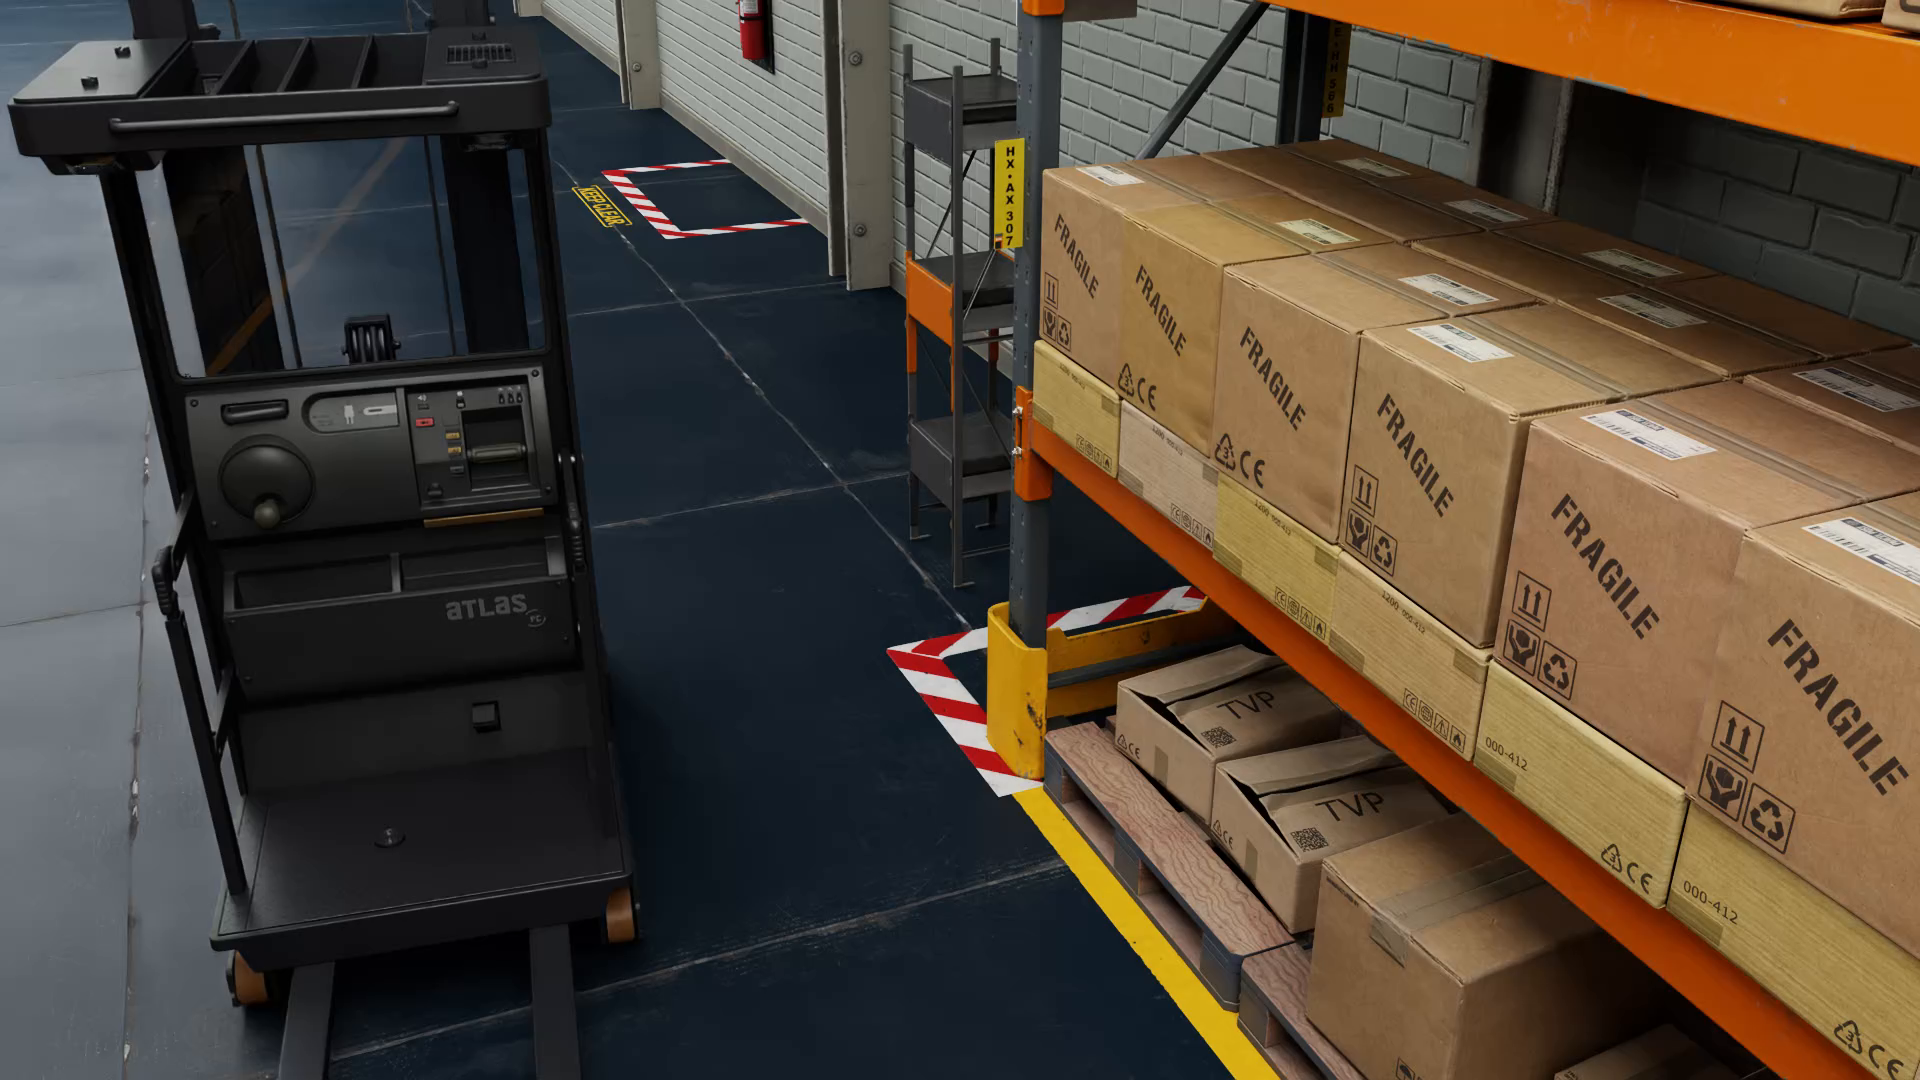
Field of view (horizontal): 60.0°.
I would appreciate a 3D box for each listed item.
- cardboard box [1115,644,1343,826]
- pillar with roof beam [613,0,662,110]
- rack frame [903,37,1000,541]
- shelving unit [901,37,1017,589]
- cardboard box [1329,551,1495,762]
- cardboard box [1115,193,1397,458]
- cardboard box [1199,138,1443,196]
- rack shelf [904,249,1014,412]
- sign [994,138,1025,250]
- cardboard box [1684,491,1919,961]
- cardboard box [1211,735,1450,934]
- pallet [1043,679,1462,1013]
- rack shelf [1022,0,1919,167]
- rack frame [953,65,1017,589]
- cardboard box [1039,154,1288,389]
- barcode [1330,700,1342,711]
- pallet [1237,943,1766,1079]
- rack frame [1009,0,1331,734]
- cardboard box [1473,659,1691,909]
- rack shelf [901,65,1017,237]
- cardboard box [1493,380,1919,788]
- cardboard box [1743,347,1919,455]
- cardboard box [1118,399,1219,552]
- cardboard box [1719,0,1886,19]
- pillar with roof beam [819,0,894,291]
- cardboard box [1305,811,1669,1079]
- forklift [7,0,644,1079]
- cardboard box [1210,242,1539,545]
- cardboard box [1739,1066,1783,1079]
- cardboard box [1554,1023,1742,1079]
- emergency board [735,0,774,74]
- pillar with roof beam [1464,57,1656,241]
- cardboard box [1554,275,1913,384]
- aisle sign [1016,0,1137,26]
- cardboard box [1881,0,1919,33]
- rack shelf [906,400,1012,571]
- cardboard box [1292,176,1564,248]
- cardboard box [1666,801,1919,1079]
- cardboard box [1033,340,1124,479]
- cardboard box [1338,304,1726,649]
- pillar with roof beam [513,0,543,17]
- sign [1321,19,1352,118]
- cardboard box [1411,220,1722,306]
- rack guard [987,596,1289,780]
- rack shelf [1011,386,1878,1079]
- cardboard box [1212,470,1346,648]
[{"bbox_3d":[0.837,0.573,5.221,0.500,0.311,0.500,-14,29,-26],"label":"cardboard box"},{"bbox_3d":[-6.942,-7.399,12.148,9.100,9.000,0.400,-11,28,-21],"label":"pillar with roof beam"},{"bbox_3d":[-0.031,-0.975,6.854,0.400,2.100,0.015,-11,28,-21],"label":"rack frame"},{"bbox_3d":[0.065,-0.877,6.652,0.431,2.100,0.503,-11,28,-21],"label":"shelving unit"},{"bbox_3d":[1.154,0.196,3.579,0.500,0.250,0.500,-10,28,-20],"label":"cardboard box"},{"bbox_3d":[0.744,-0.566,4.283,0.500,0.500,0.500,-10,28,-20],"label":"cardboard box"},{"bbox_3d":[1.029,-0.857,4.881,0.500,0.500,0.500,-11,28,-21],"label":"cardboard box"},{"bbox_3d":[0.065,-0.864,6.658,0.431,0.518,0.480,-11,28,-21],"label":"rack shelf"},{"bbox_3d":[0.150,-1.028,4.951,0.100,0.325,0.005,-11,28,-21],"label":"sign"},{"bbox_3d":[1.545,0.265,2.581,0.500,0.500,0.500,-11,28,-21],"label":"cardboard box"},{"bbox_3d":[1.060,0.803,4.750,0.500,0.311,0.500,-8,27,-16],"label":"cardboard box"},{"bbox_3d":[0.964,0.885,5.196,1.003,0.211,1.213,-11,28,-21],"label":"pallet"},{"bbox_3d":[1.432,-0.950,3.178,1.077,0.370,4.000,-11,28,-21],"label":"rack shelf"},{"bbox_3d":[0.160,-0.778,6.451,0.400,2.100,0.015,-11,28,-21],"label":"rack frame"},{"bbox_3d":[0.559,-0.767,4.695,0.500,0.500,0.500,-11,28,-21],"label":"cardboard box"},{"bbox_3d":[1.212,0.507,5.345,0.001,0.075,0.075,-11,28,-21],"label":"barcode"},{"bbox_3d":[1.438,1.377,4.189,1.003,0.211,1.213,-11,28,-21],"label":"pallet"},{"bbox_3d":[0.649,-0.733,5.332,1.000,3.000,0.127,-11,28,-21],"label":"rack frame"},{"bbox_3d":[1.352,0.399,3.163,0.500,0.250,0.500,-11,28,-21],"label":"cardboard box"},{"bbox_3d":[0.065,-1.493,6.351,0.431,0.518,0.480,-11,28,-21],"label":"rack shelf"},{"bbox_3d":[1.358,0.060,3.001,0.500,0.500,0.500,-11,28,-22],"label":"cardboard box"},{"bbox_3d":[1.834,-0.034,3.193,0.500,0.500,0.500,-10,28,-19],"label":"cardboard box"},{"bbox_3d":[0.764,-0.215,4.421,0.500,0.250,0.500,-11,28,-22],"label":"cardboard box"},{"bbox_3d":[1.352,-1.105,2.538,0.500,0.500,0.500,-12,28,-23],"label":"cardboard box"},{"bbox_3d":[-4.592,-4.977,7.187,9.100,9.000,0.400,-11,28,-21],"label":"pillar with roof beam"},{"bbox_3d":[1.302,1.023,4.084,0.700,0.500,0.500,-12,29,-24],"label":"cardboard box"},{"bbox_3d":[-1.543,-0.218,4.357,1.130,2.935,3.031,-7,27,-13],"label":"forklift"},{"bbox_3d":[0.940,-0.356,3.854,0.500,0.500,0.500,-12,28,-22],"label":"cardboard box"},{"bbox_3d":[1.772,1.396,3.320,0.500,0.500,0.500,-13,29,-24],"label":"cardboard box"},{"bbox_3d":[1.607,1.316,3.883,0.380,0.149,0.250,-13,29,-25],"label":"cardboard box"},{"bbox_3d":[-1.563,-4.025,12.075,0.194,1.169,0.643,-11,28,-21],"label":"emergency board"},{"bbox_3d":[-2.242,-2.555,2.226,9.100,9.000,0.400,-11,28,-21],"label":"pillar with roof beam"},{"bbox_3d":[1.621,-0.241,3.619,0.500,0.500,0.500,-10,28,-20],"label":"cardboard box"},{"bbox_3d":[0.345,-1.878,4.715,0.394,0.787,0.004,-11,28,-21],"label":"aisle sign"},{"bbox_3d":[1.604,-0.887,2.093,0.500,0.500,0.500,-13,29,-25],"label":"cardboard box"},{"bbox_3d":[0.065,-0.235,6.966,0.431,0.518,0.480,-11,28,-21],"label":"rack shelf"},{"bbox_3d":[1.217,-0.653,4.461,0.500,0.500,0.500,-10,28,-20],"label":"cardboard box"},{"bbox_3d":[1.563,0.599,2.753,0.500,0.250,0.500,-10,28,-20],"label":"cardboard box"},{"bbox_3d":[0.548,-0.423,4.845,0.500,0.250,0.500,-11,28,-22],"label":"cardboard box"},{"bbox_3d":[1.153,-0.150,3.431,0.500,0.500,0.500,-10,28,-19],"label":"cardboard box"},{"bbox_3d":[-9.291,-9.821,17.109,9.100,9.000,0.400,-11,28,-21],"label":"pillar with roof beam"},{"bbox_3d":[1.167,-1.482,5.187,0.100,0.325,0.005,-11,28,-21],"label":"sign"},{"bbox_3d":[1.424,-0.445,4.035,0.500,0.500,0.500,-11,28,-22],"label":"cardboard box"},{"bbox_3d":[0.679,0.421,5.817,1.175,0.500,0.348,-11,28,-21],"label":"rack guard"},{"bbox_3d":[1.432,0.398,3.836,1.077,0.370,4.000,-11,28,-21],"label":"rack shelf"},{"bbox_3d":[0.958,-0.009,3.997,0.500,0.250,0.500,-11,28,-21],"label":"cardboard box"}]
